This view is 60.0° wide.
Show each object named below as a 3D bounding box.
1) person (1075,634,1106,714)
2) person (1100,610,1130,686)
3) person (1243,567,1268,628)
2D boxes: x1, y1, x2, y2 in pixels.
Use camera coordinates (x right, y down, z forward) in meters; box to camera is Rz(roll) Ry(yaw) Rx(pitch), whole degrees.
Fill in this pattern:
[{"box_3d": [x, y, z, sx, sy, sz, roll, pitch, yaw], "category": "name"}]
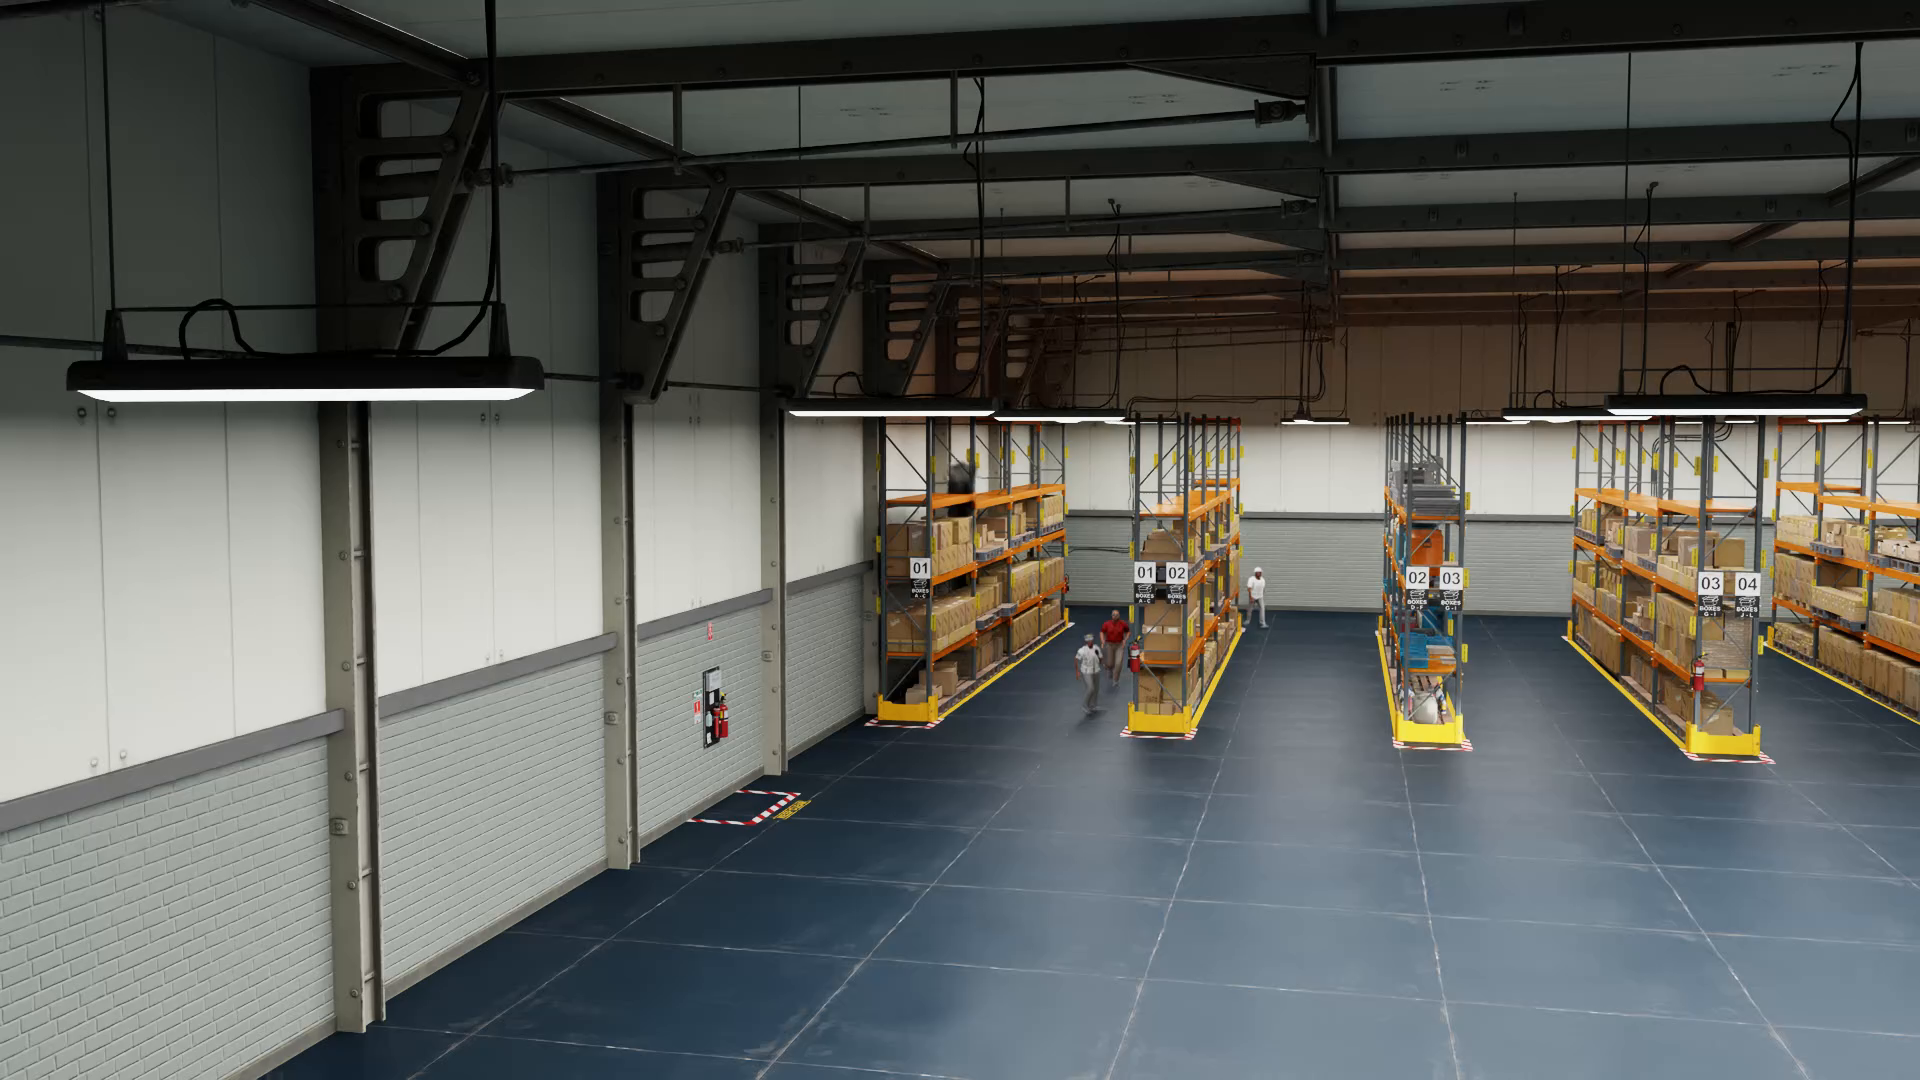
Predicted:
[{"box_3d": [2.661, 2.687, 33.424, 0.615, 1.636, 0.750, -2, 4, -28], "category": "person"}, {"box_3d": [3.461, 2.393, 37.079, 0.675, 1.686, 0.636, 0, 4, 0], "category": "person"}, {"box_3d": [8.474, 1.642, 47.507, 0.613, 1.722, 0.985, -1, 4, -16], "category": "person"}]
